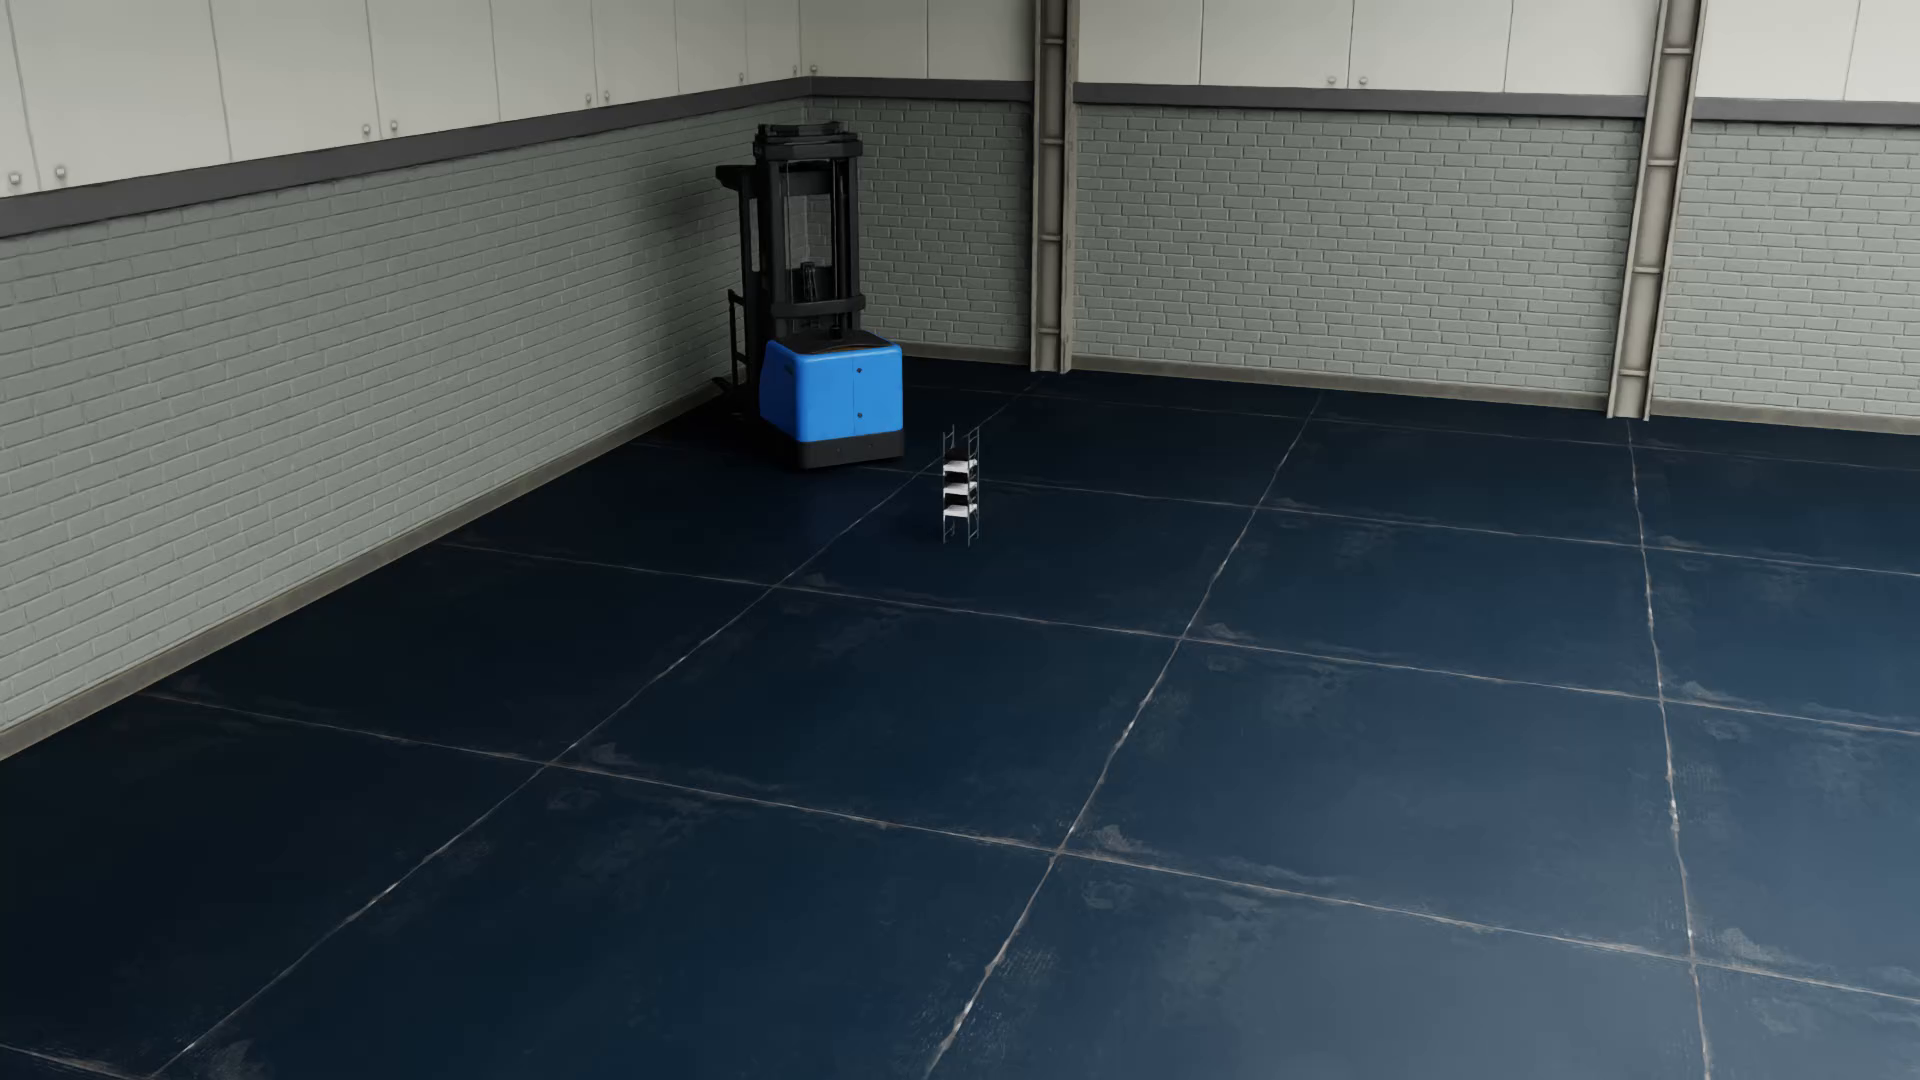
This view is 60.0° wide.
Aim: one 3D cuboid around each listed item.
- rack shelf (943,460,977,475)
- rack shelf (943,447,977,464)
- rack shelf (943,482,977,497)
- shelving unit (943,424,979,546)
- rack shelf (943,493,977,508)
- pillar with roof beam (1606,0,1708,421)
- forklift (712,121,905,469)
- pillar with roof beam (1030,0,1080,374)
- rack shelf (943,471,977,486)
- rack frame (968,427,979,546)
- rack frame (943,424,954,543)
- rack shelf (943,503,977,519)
[{"bbox_3d":[0.008,-0.563,12.877,0.200,0.077,0.258,7,20,18],"label":"rack shelf"},{"bbox_3d":[0.008,-0.648,12.848,0.200,0.077,0.258,7,20,18],"label":"rack shelf"},{"bbox_3d":[0.008,-0.393,12.937,0.200,0.077,0.258,7,20,18],"label":"rack shelf"},{"bbox_3d":[0.008,-0.424,12.926,0.210,0.900,0.258,7,20,18],"label":"shelving unit"},{"bbox_3d":[0.008,-0.308,12.966,0.200,0.077,0.258,7,20,18],"label":"rack shelf"},{"bbox_3d":[5.267,-4.157,11.331,0.400,9.000,9.100,7,20,18],"label":"pillar with roof beam"},{"bbox_3d":[-1.602,-2.456,15.670,1.130,2.935,3.031,-9,21,-25],"label":"forklift"},{"bbox_3d":[-0.400,-4.805,13.190,0.400,9.000,9.100,7,20,18],"label":"pillar with roof beam"},{"bbox_3d":[0.008,-0.478,12.907,0.200,0.077,0.258,7,20,18],"label":"rack shelf"},{"bbox_3d":[0.104,-0.413,12.894,0.006,0.900,0.240,7,20,18],"label":"rack frame"},{"bbox_3d":[-0.088,-0.435,12.957,0.006,0.900,0.240,7,20,18],"label":"rack frame"},{"bbox_3d":[0.008,-0.223,12.996,0.200,0.077,0.258,7,20,18],"label":"rack shelf"}]
